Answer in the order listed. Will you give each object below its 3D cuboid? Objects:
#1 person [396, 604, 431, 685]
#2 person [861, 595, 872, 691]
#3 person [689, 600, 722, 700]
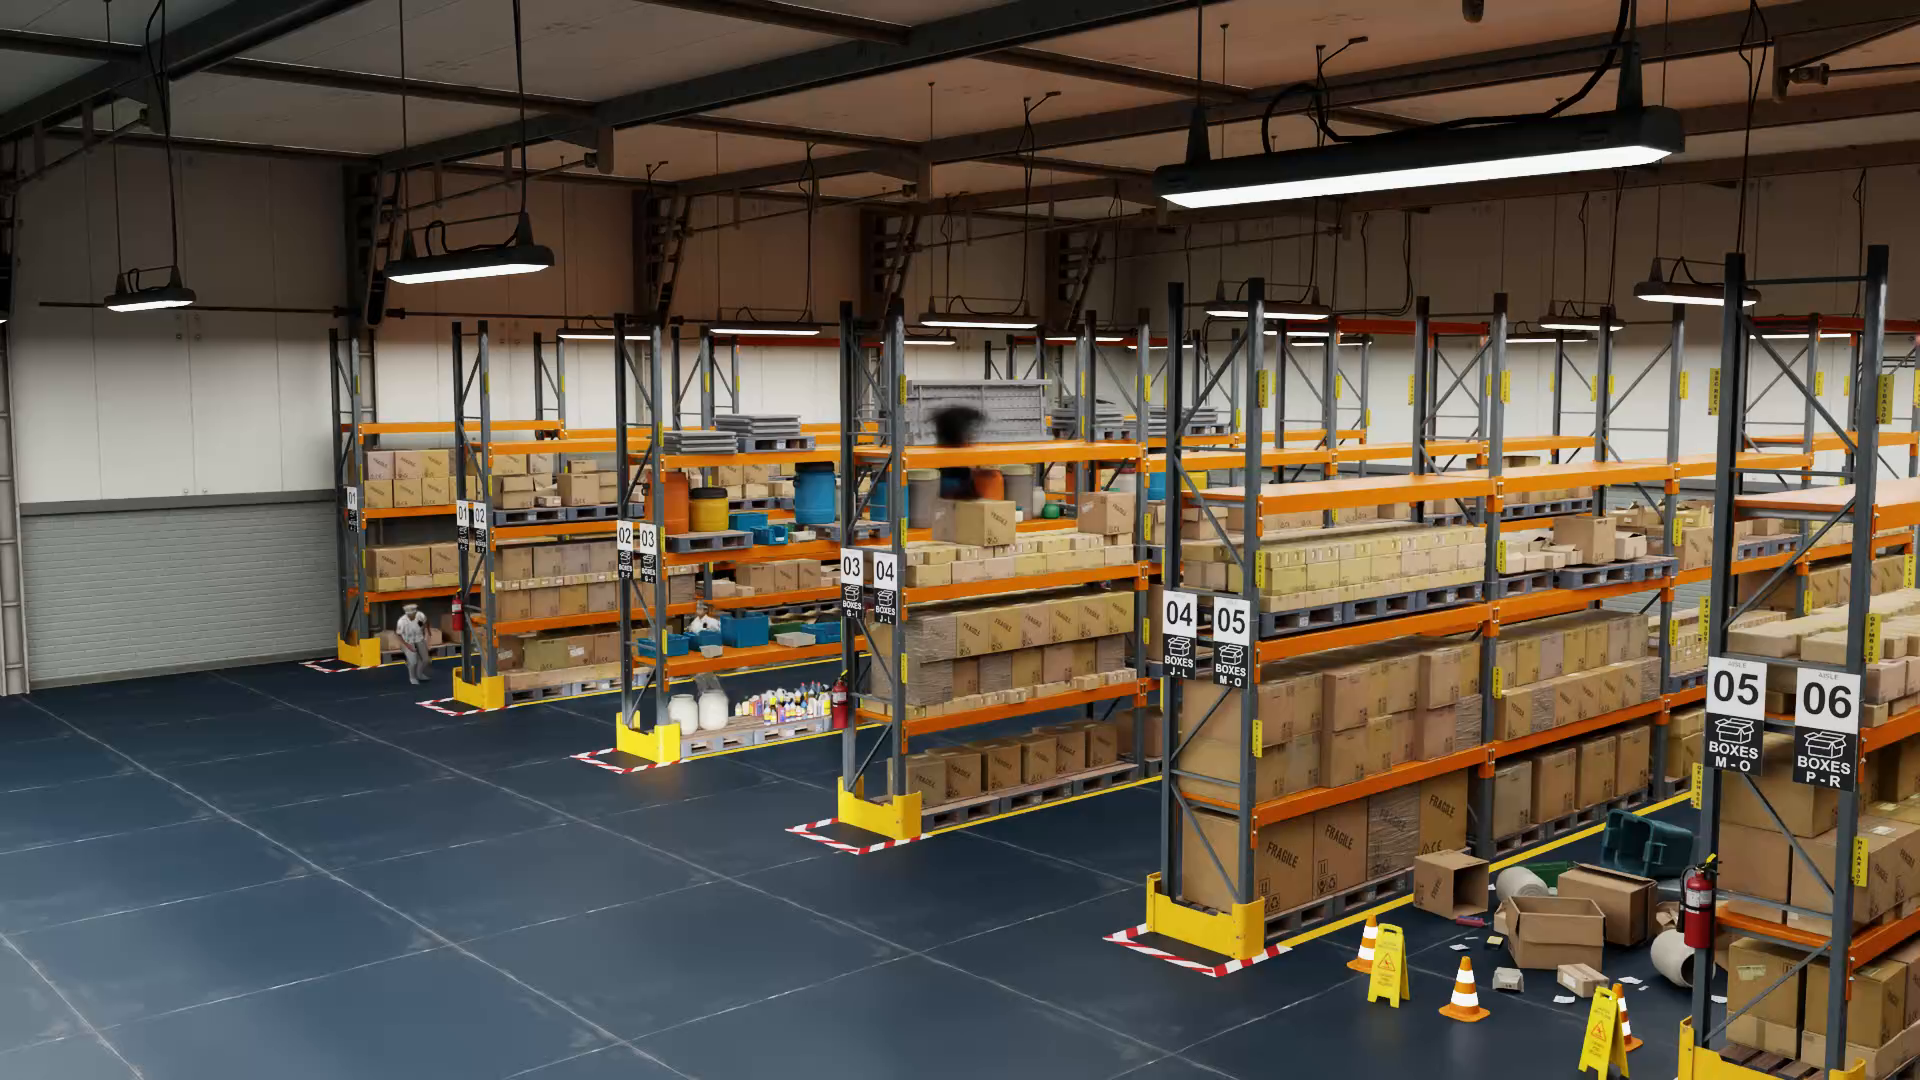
[{"bbox_3d":[-9.082,1.732,27.730,0.662,1.409,0.895,-4,7,-37],"label":"person"},{"bbox_3d":[-1.253,1.679,27.535,0.597,1.616,0.962,5,7,41],"label":"person"},{"bbox_3d":[-3.954,1.783,25.776,0.552,1.738,0.812,5,8,44],"label":"person"}]
